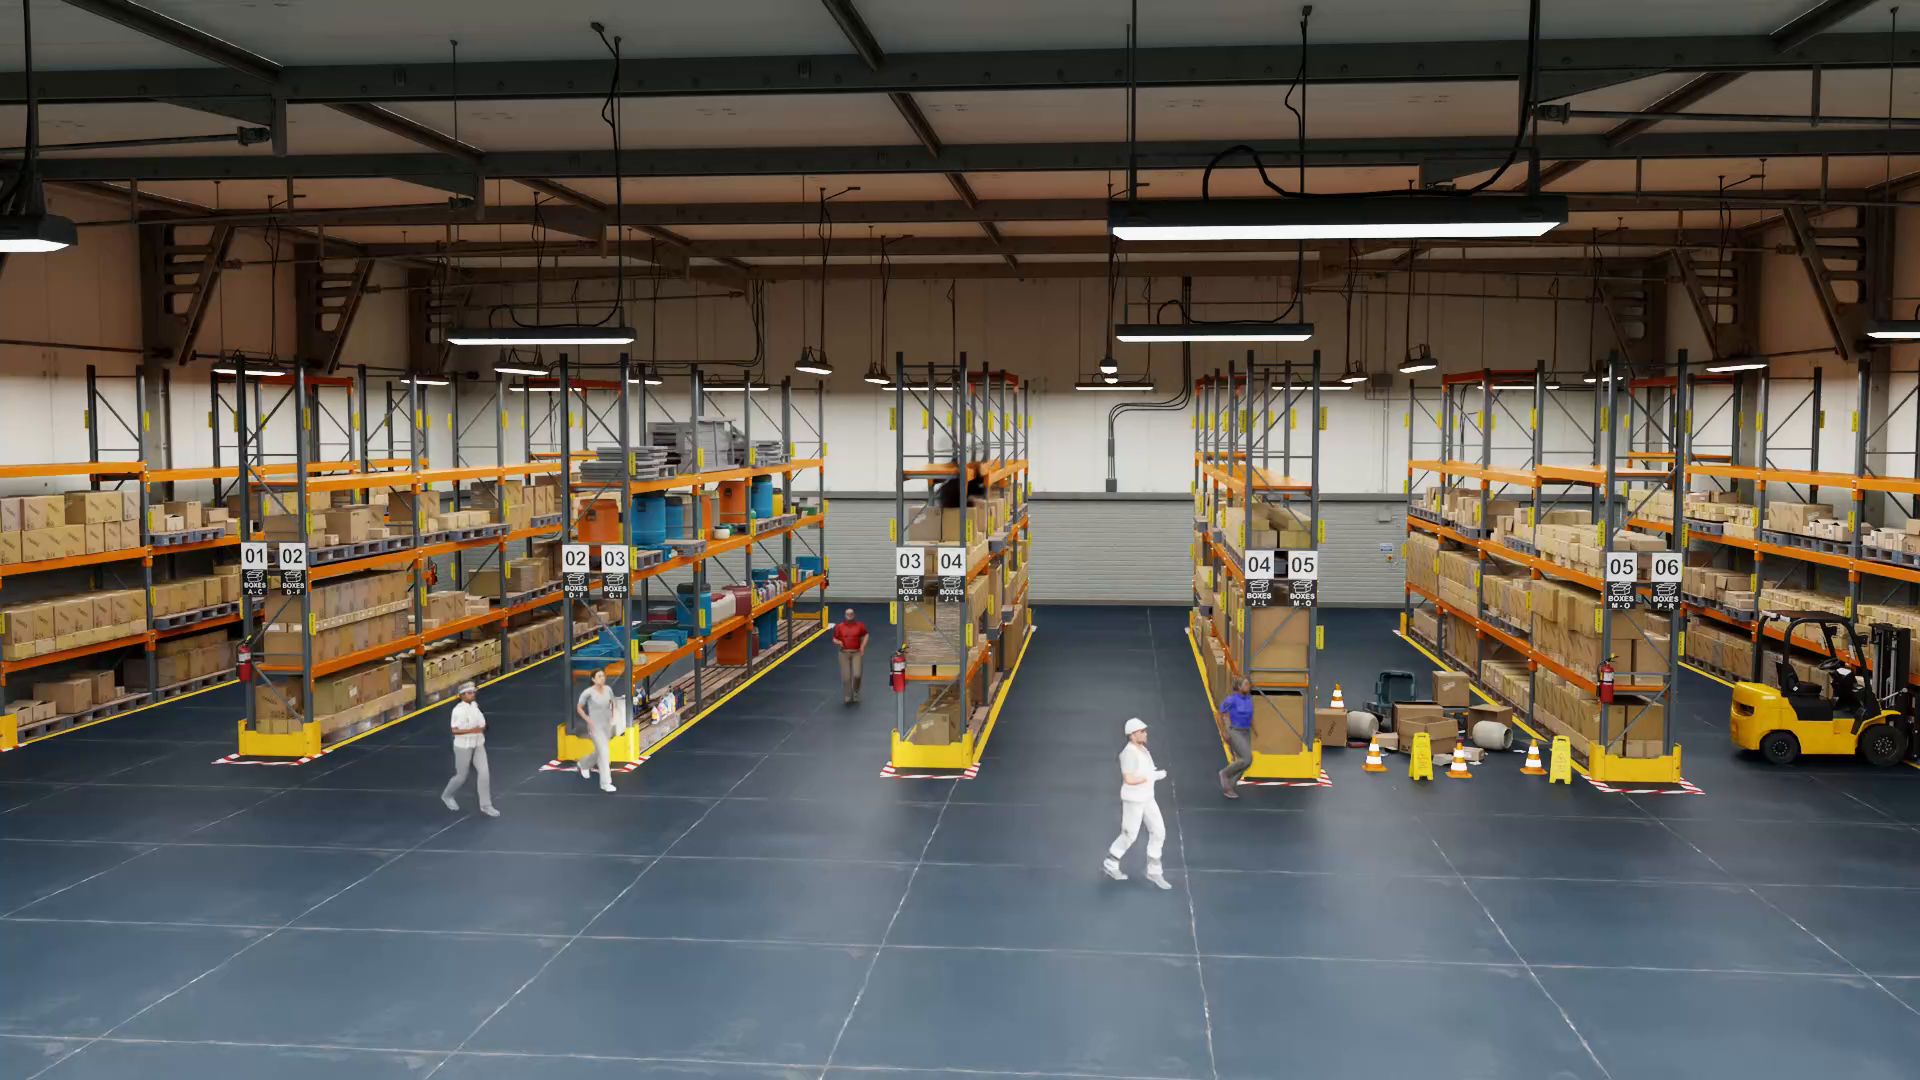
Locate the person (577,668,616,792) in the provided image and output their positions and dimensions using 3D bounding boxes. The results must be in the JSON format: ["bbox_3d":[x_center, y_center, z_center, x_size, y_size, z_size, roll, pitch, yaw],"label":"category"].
[{"bbox_3d":[-4.952,2.553,22.639,0.840,1.662,0.567,4,5,42],"label":"person"}]

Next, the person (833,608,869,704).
[{"bbox_3d":[-1.931,2.067,29.418,0.640,1.702,0.645,0,4,-4],"label":"person"}]

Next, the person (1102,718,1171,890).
[{"bbox_3d":[1.893,2.826,17.844,0.765,1.832,0.614,3,5,33],"label":"person"}]

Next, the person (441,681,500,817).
[{"bbox_3d":[-6.223,2.634,21.089,0.876,1.694,0.581,2,5,29],"label":"person"}]

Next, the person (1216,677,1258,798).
[{"bbox_3d":[3.776,2.633,22.198,0.593,1.592,0.504,-4,5,-42],"label":"person"}]
